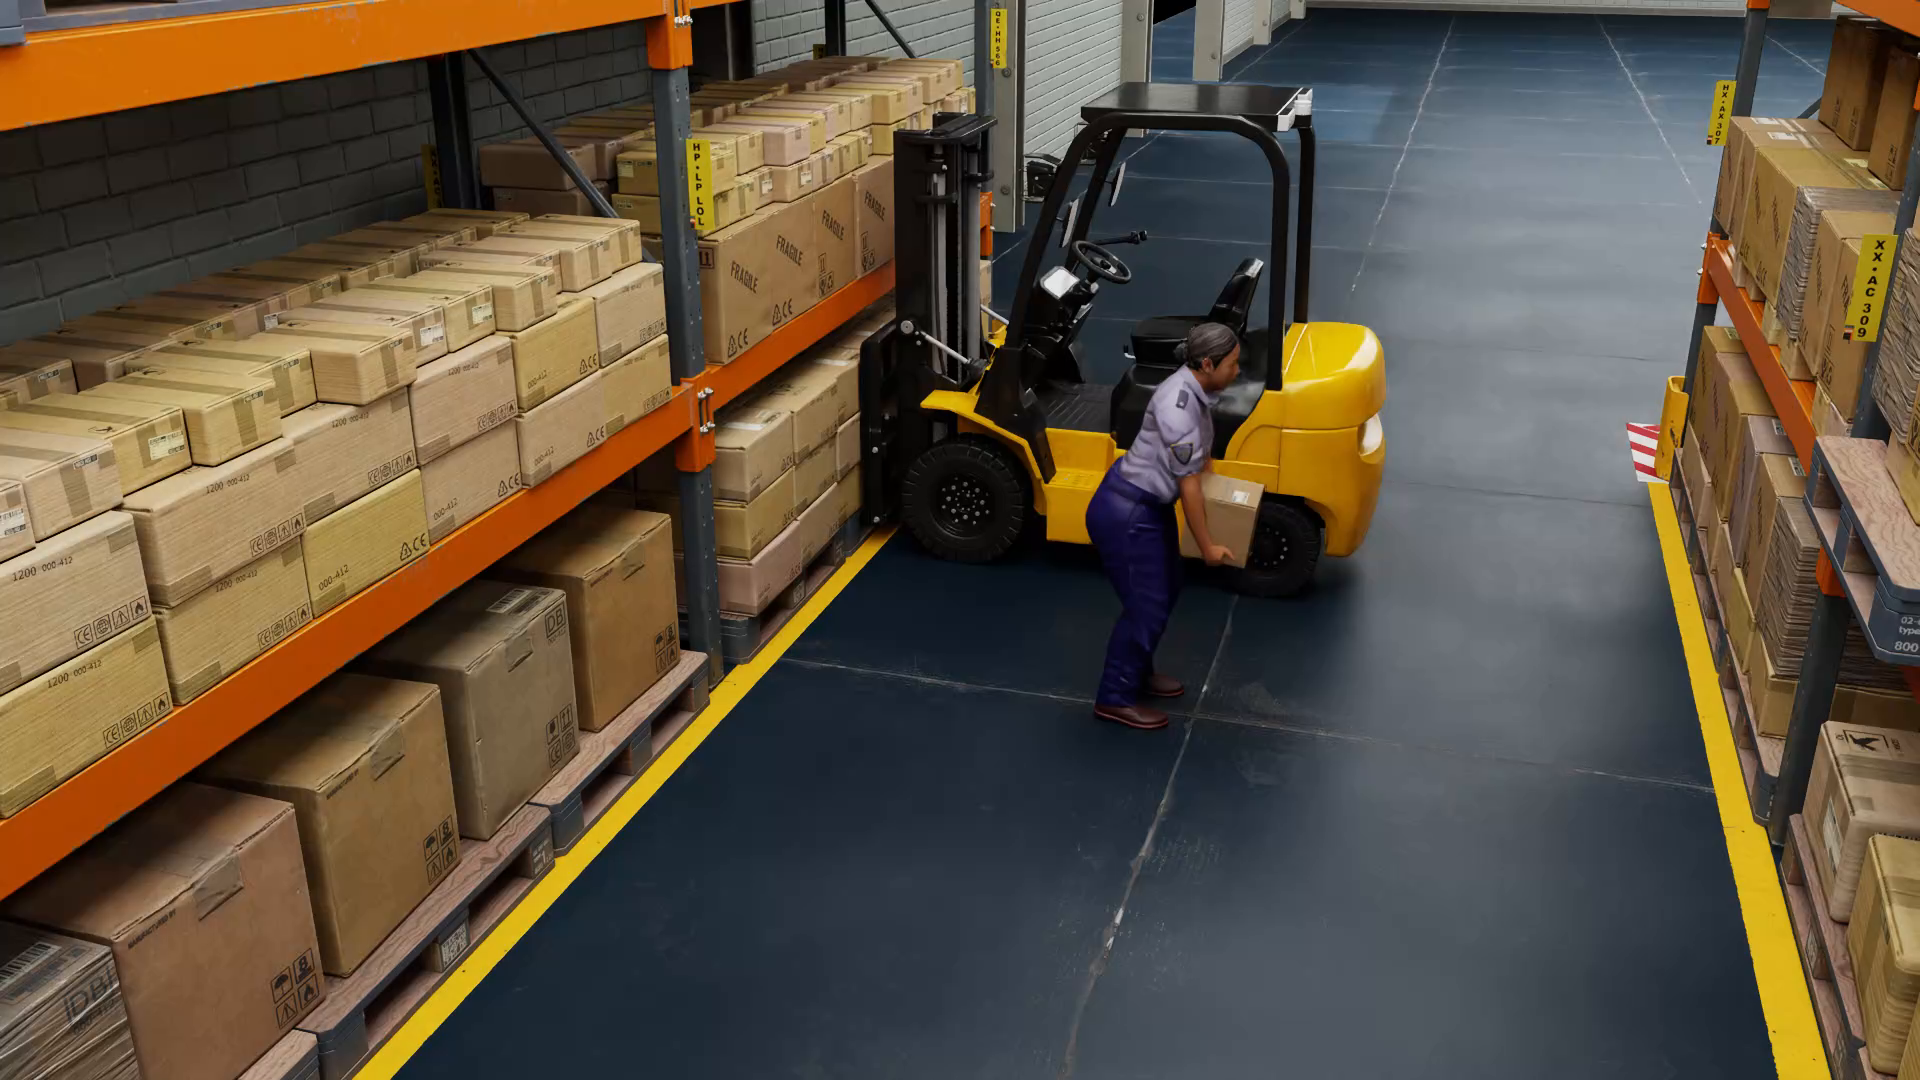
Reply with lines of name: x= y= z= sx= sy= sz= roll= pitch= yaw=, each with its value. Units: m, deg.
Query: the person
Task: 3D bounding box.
person: x=0.785 y=-0.062 z=6.354 sx=0.583 sy=1.588 sz=0.441 roll=6 pitch=23 yaw=15
